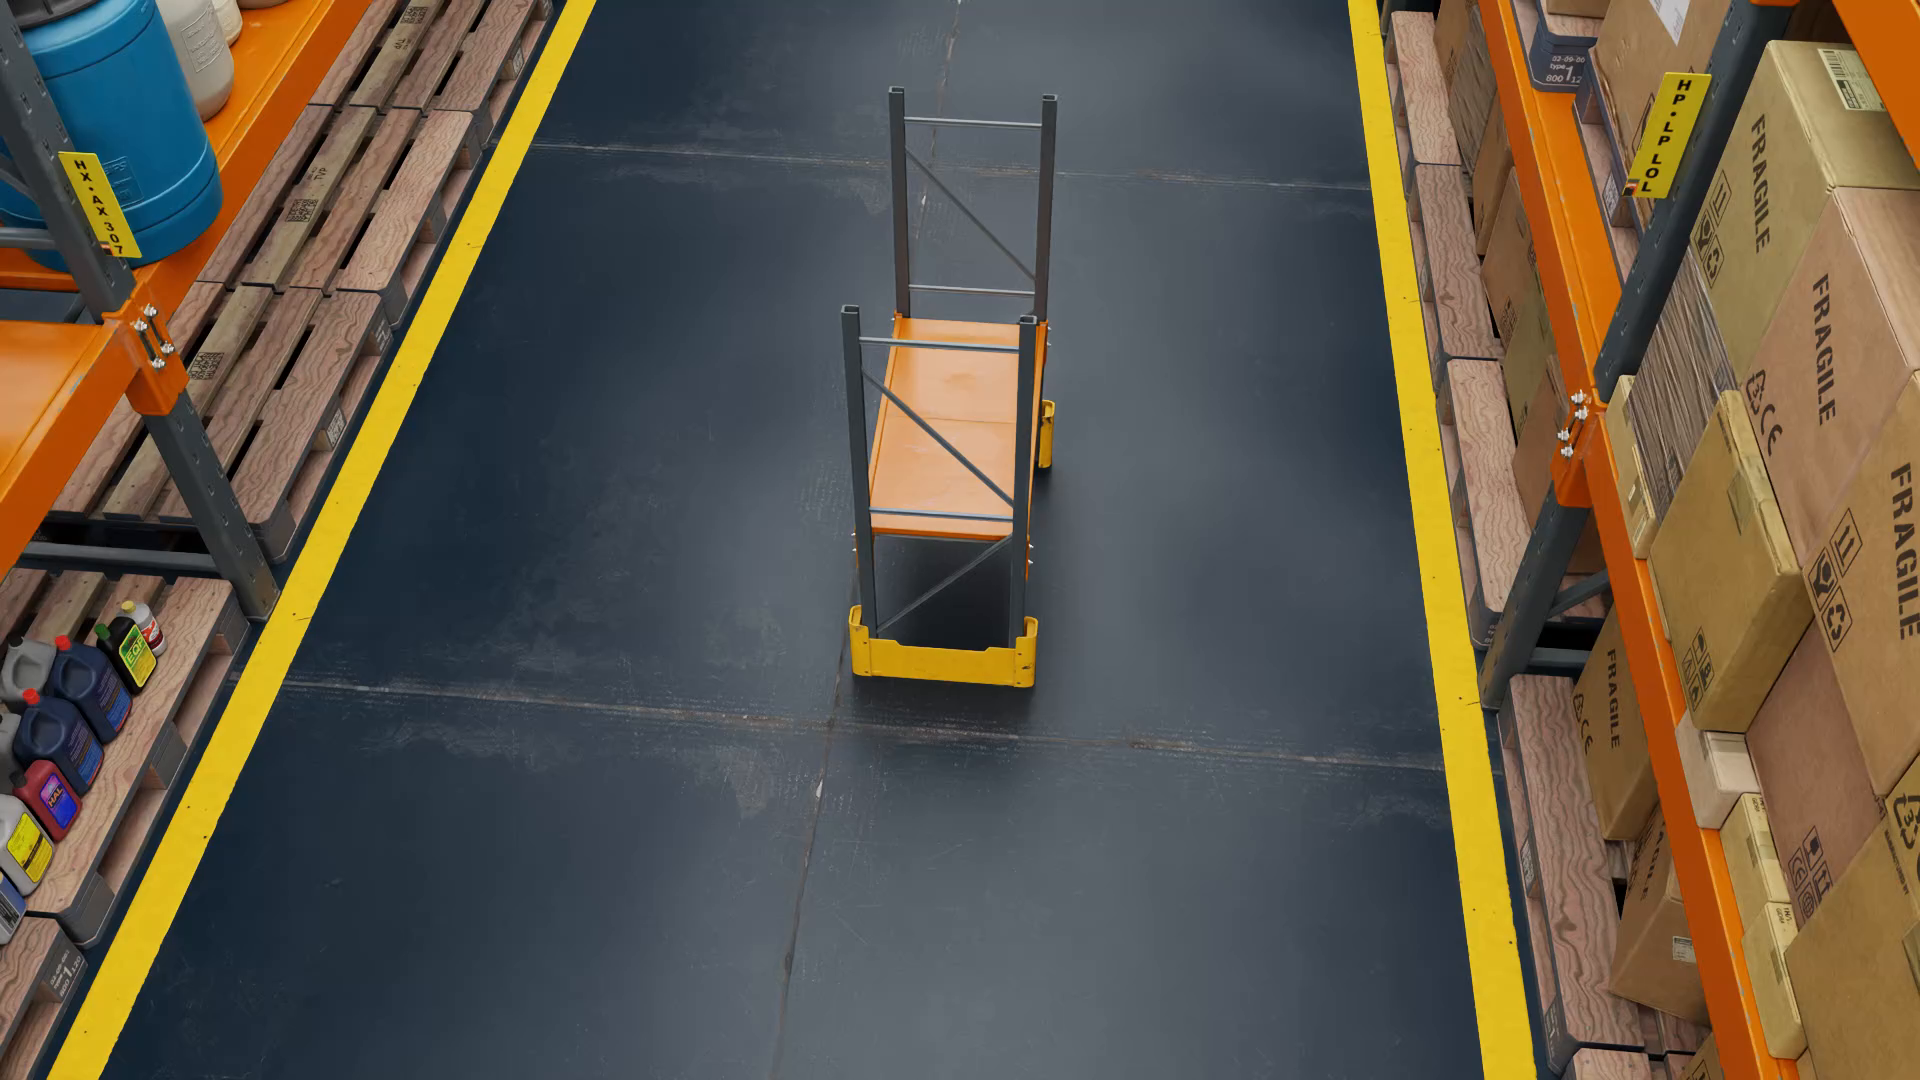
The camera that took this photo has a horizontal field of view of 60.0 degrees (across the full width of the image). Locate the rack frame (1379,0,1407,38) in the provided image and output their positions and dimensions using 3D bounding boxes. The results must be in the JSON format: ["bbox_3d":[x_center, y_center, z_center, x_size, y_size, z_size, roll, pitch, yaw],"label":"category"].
[{"bbox_3d":[2.516,-3.426,6.851,1.000,3.000,0.127,4,48,4],"label":"rack frame"}]

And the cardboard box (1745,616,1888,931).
[{"bbox_3d":[2.023,0.445,3.041,0.875,0.500,0.500,4,48,4],"label":"cardboard box"}]

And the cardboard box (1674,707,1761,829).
[{"bbox_3d":[1.724,0.469,3.458,0.380,0.149,0.250,4,48,4],"label":"cardboard box"}]

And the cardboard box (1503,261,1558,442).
[{"bbox_3d":[2.291,-0.591,5.653,0.700,0.500,0.500,4,48,3],"label":"cardboard box"}]

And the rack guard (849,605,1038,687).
[{"bbox_3d":[-0.052,0.338,5.272,0.587,0.250,0.087,4,48,4],"label":"rack guard"}]

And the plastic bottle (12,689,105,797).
[{"bbox_3d":[-2.570,0.559,4.703,0.144,0.351,0.185,2,48,2],"label":"plastic bottle"}]

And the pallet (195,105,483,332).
[{"bbox_3d":[-2.639,-1.357,6.848,1.003,0.211,1.213,4,48,4],"label":"pallet"}]

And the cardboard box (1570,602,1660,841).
[{"bbox_3d":[2.075,0.506,4.663,0.500,0.500,0.500,3,48,2],"label":"cardboard box"}]

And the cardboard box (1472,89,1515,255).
[{"bbox_3d":[2.392,-1.412,6.404,0.700,0.500,0.500,7,48,7],"label":"cardboard box"}]

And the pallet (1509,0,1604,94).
[{"bbox_3d":[2.377,-1.904,5.589,1.003,0.211,1.213,4,48,4],"label":"pallet"}]

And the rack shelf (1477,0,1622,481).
[{"bbox_3d":[2.334,-1.714,5.772,1.077,0.370,4.000,4,48,4],"label":"rack shelf"}]

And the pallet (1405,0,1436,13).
[{"bbox_3d":[2.663,-3.059,8.405,1.003,0.211,1.213,4,48,4],"label":"pallet"}]

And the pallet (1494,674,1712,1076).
[{"bbox_3d":[2.126,0.950,4.738,1.003,0.211,1.213,4,48,4],"label":"pallet"}]

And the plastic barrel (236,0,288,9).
[{"bbox_3d":[-2.408,-2.093,5.540,0.433,0.535,0.433,0,48,0],"label":"plastic barrel"}]

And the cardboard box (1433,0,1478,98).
[{"bbox_3d":[2.475,-2.237,7.159,0.700,0.500,0.500,2,48,1],"label":"cardboard box"}]

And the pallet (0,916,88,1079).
[{"bbox_3d":[-2.992,1.511,4.225,1.003,0.211,1.213,4,48,4],"label":"pallet"}]

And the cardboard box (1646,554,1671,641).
[{"bbox_3d":[1.802,0.104,3.792,0.380,0.149,0.250,4,48,4],"label":"cardboard box"}]

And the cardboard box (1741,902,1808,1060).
[{"bbox_3d":[1.709,0.839,3.120,0.380,0.149,0.250,4,48,4],"label":"cardboard box"}]

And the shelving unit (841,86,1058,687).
[{"bbox_3d":[-0.007,-0.450,5.145,0.587,1.500,1.083,4,48,4],"label":"shelving unit"}]

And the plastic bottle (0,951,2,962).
[{"bbox_3d":[-2.602,1.055,4.351,0.097,0.201,0.097,0,48,0],"label":"plastic bottle"}]

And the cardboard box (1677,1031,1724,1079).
[{"bbox_3d":[2.052,1.389,3.856,0.500,0.500,0.500,0,48,0],"label":"cardboard box"}]

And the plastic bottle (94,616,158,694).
[{"bbox_3d":[-2.496,0.324,4.963,0.061,0.283,0.133,6,48,5],"label":"plastic bottle"}]

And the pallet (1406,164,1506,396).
[{"bbox_3d":[2.330,-1.017,6.537,1.003,0.211,1.213,4,48,4],"label":"pallet"}]

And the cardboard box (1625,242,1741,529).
[{"bbox_3d":[2.049,-0.294,3.717,0.875,0.500,0.500,4,48,4],"label":"cardboard box"}]

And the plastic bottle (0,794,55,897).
[{"bbox_3d":[-2.599,0.797,4.486,0.144,0.351,0.185,4,48,3],"label":"plastic bottle"}]

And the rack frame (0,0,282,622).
[{"bbox_3d":[-2.781,-0.820,4.467,1.000,3.000,0.127,4,48,4],"label":"rack frame"}]

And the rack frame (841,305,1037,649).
[{"bbox_3d":[-0.054,-0.070,4.798,0.500,1.500,0.032,4,48,4],"label":"rack frame"}]

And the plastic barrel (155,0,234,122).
[{"bbox_3d":[-2.475,-1.554,5.046,0.433,0.535,0.433,0,48,0],"label":"plastic barrel"}]

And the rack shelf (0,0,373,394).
[{"bbox_3d":[-2.598,-2.047,6.077,1.077,0.370,4.000,4,48,4],"label":"rack shelf"}]

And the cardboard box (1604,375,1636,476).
[{"bbox_3d":[1.833,-0.264,4.129,0.380,0.149,0.250,4,48,4],"label":"cardboard box"}]

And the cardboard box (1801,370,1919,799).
[{"bbox_3d":[1.767,0.090,2.688,0.500,0.500,0.500,4,48,4],"label":"cardboard box"}]

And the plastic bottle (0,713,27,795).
[{"bbox_3d":[-2.720,0.593,4.722,0.152,0.276,0.135,4,48,4],"label":"plastic bottle"}]

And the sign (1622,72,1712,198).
[{"bbox_3d":[1.599,-0.912,3.767,0.100,0.325,0.005,4,48,4],"label":"sign"}]

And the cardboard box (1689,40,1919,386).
[{"bbox_3d":[1.857,-0.645,3.360,0.500,0.500,0.500,4,48,4],"label":"cardboard box"}]

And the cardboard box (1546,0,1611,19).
[{"bbox_3d":[2.218,-1.943,5.140,0.797,0.503,0.637,8,48,8],"label":"cardboard box"}]
